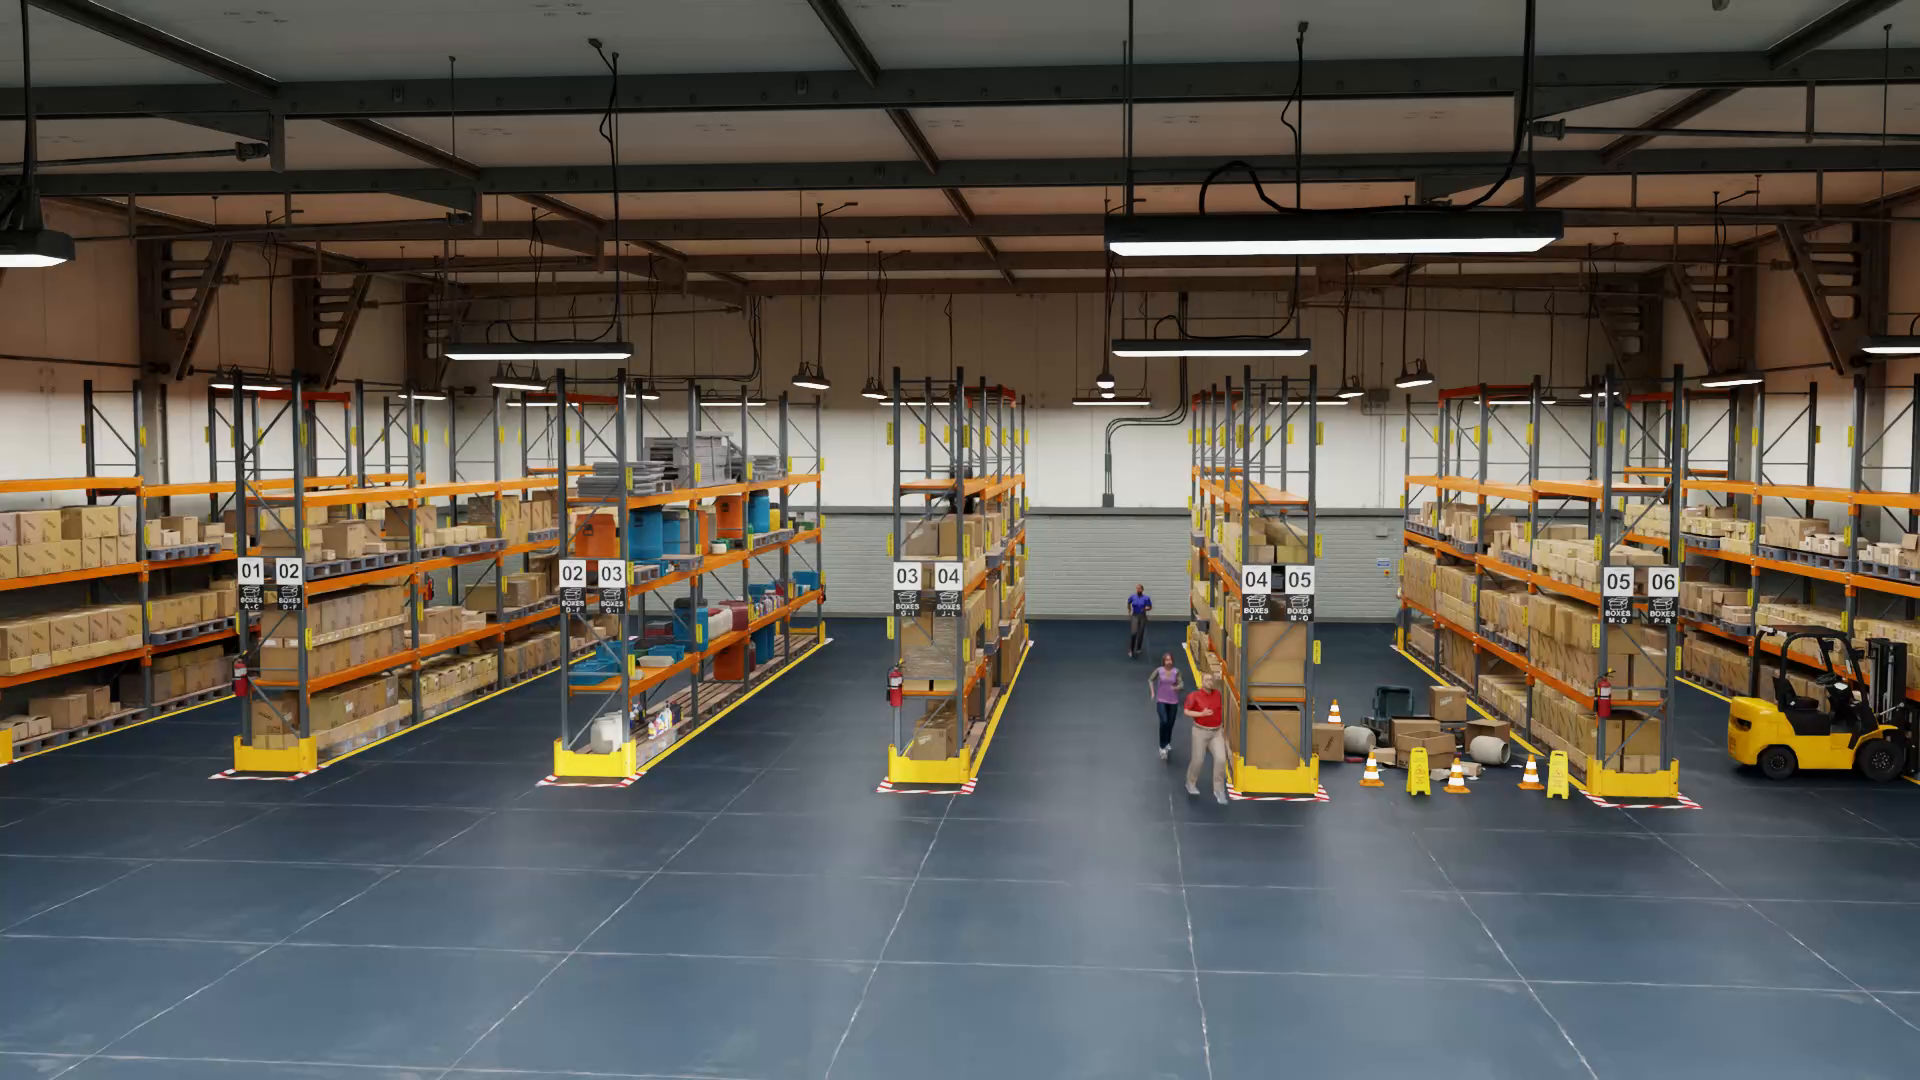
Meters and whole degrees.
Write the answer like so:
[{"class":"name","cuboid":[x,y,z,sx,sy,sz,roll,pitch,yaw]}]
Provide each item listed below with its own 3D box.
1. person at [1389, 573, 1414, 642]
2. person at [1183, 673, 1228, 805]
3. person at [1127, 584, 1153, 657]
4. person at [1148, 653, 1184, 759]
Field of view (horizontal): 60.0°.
[{"class":"person","cuboid":[10.859,1.632,40.331,0.853,1.794,0.706,1,4,12]},{"class":"person","cuboid":[3.376,2.722,22.889,0.656,1.803,0.749,-1,4,-15]},{"class":"person","cuboid":[4.095,1.847,37.867,0.581,1.680,0.688,0,4,7]},{"class":"person","cuboid":[3.240,2.584,26.063,0.503,1.640,0.710,0,4,-6]}]
